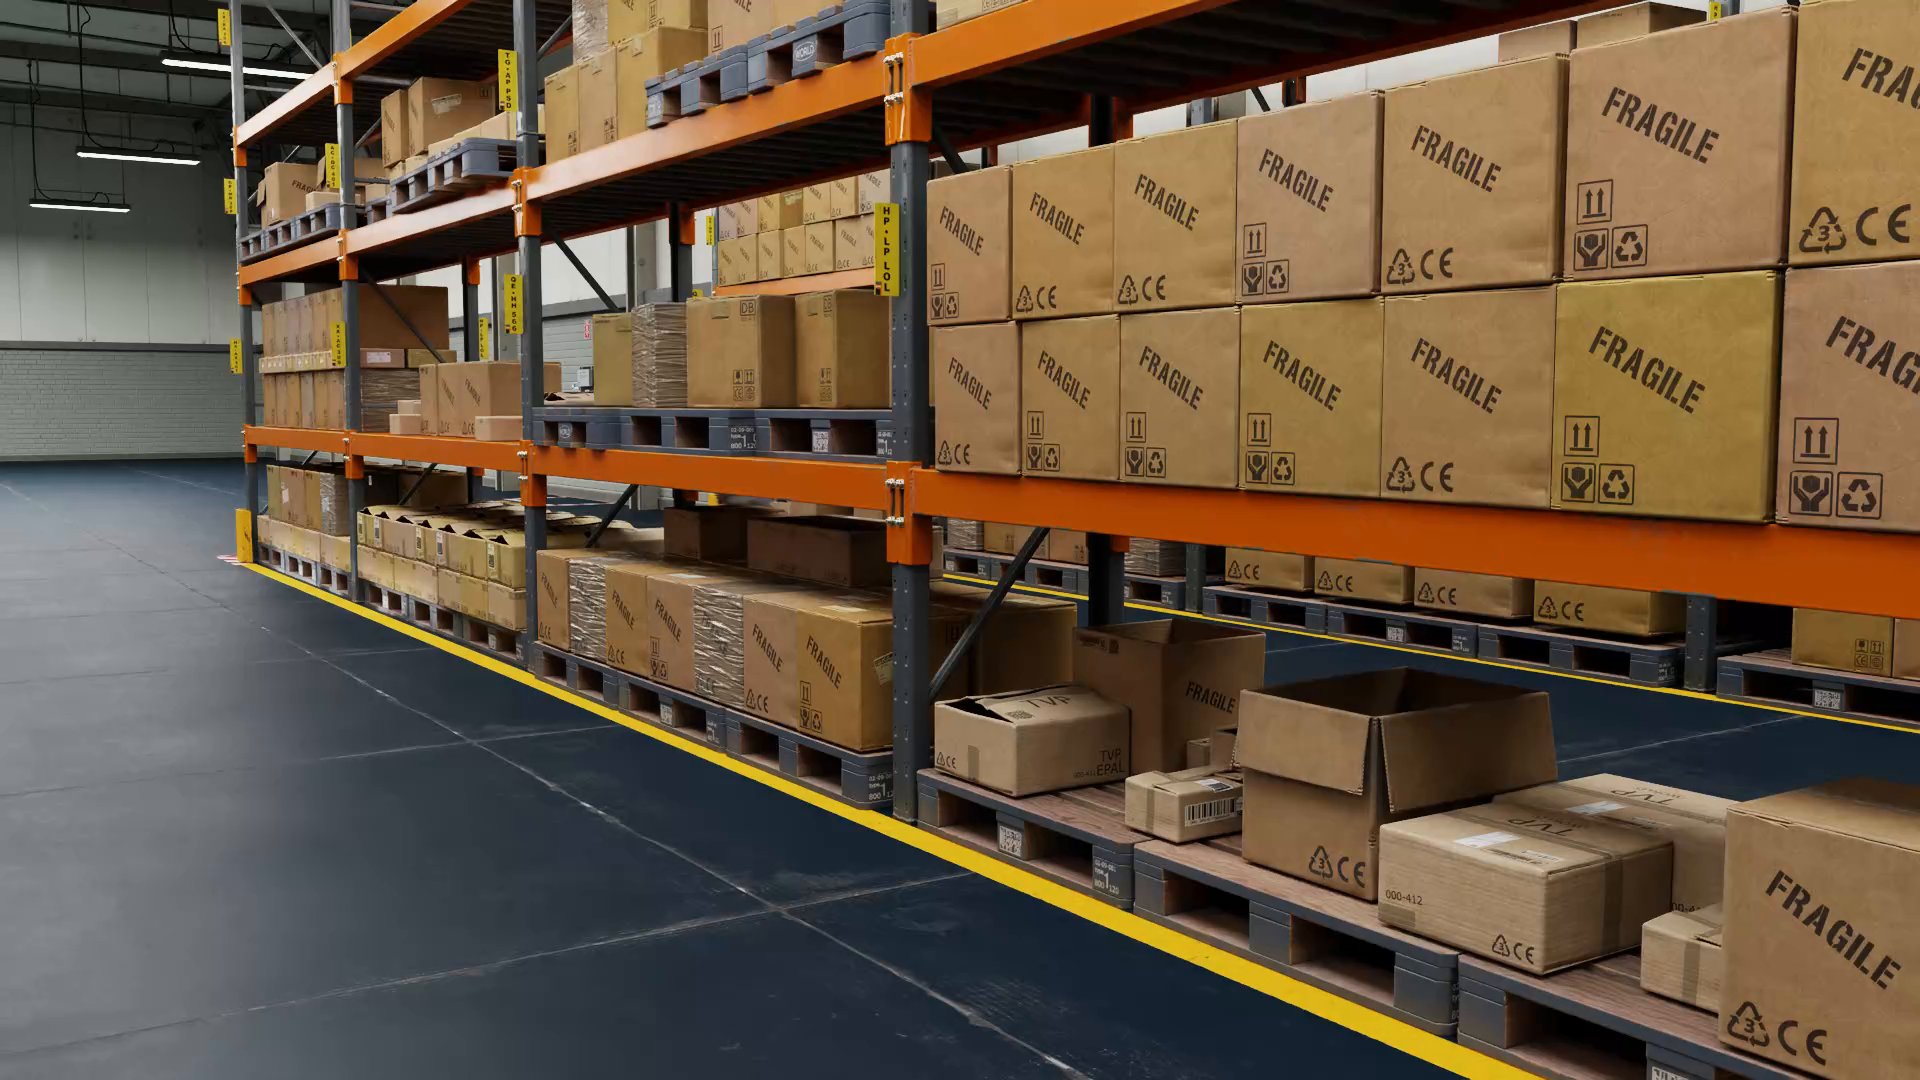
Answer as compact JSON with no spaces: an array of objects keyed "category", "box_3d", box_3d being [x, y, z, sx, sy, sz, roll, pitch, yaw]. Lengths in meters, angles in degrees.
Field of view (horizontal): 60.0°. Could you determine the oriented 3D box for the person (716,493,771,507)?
[{"category":"person","box_3d":[-1.599,-0.312,12.085,0.484,1.676,0.860,-3,5,-29]}]
